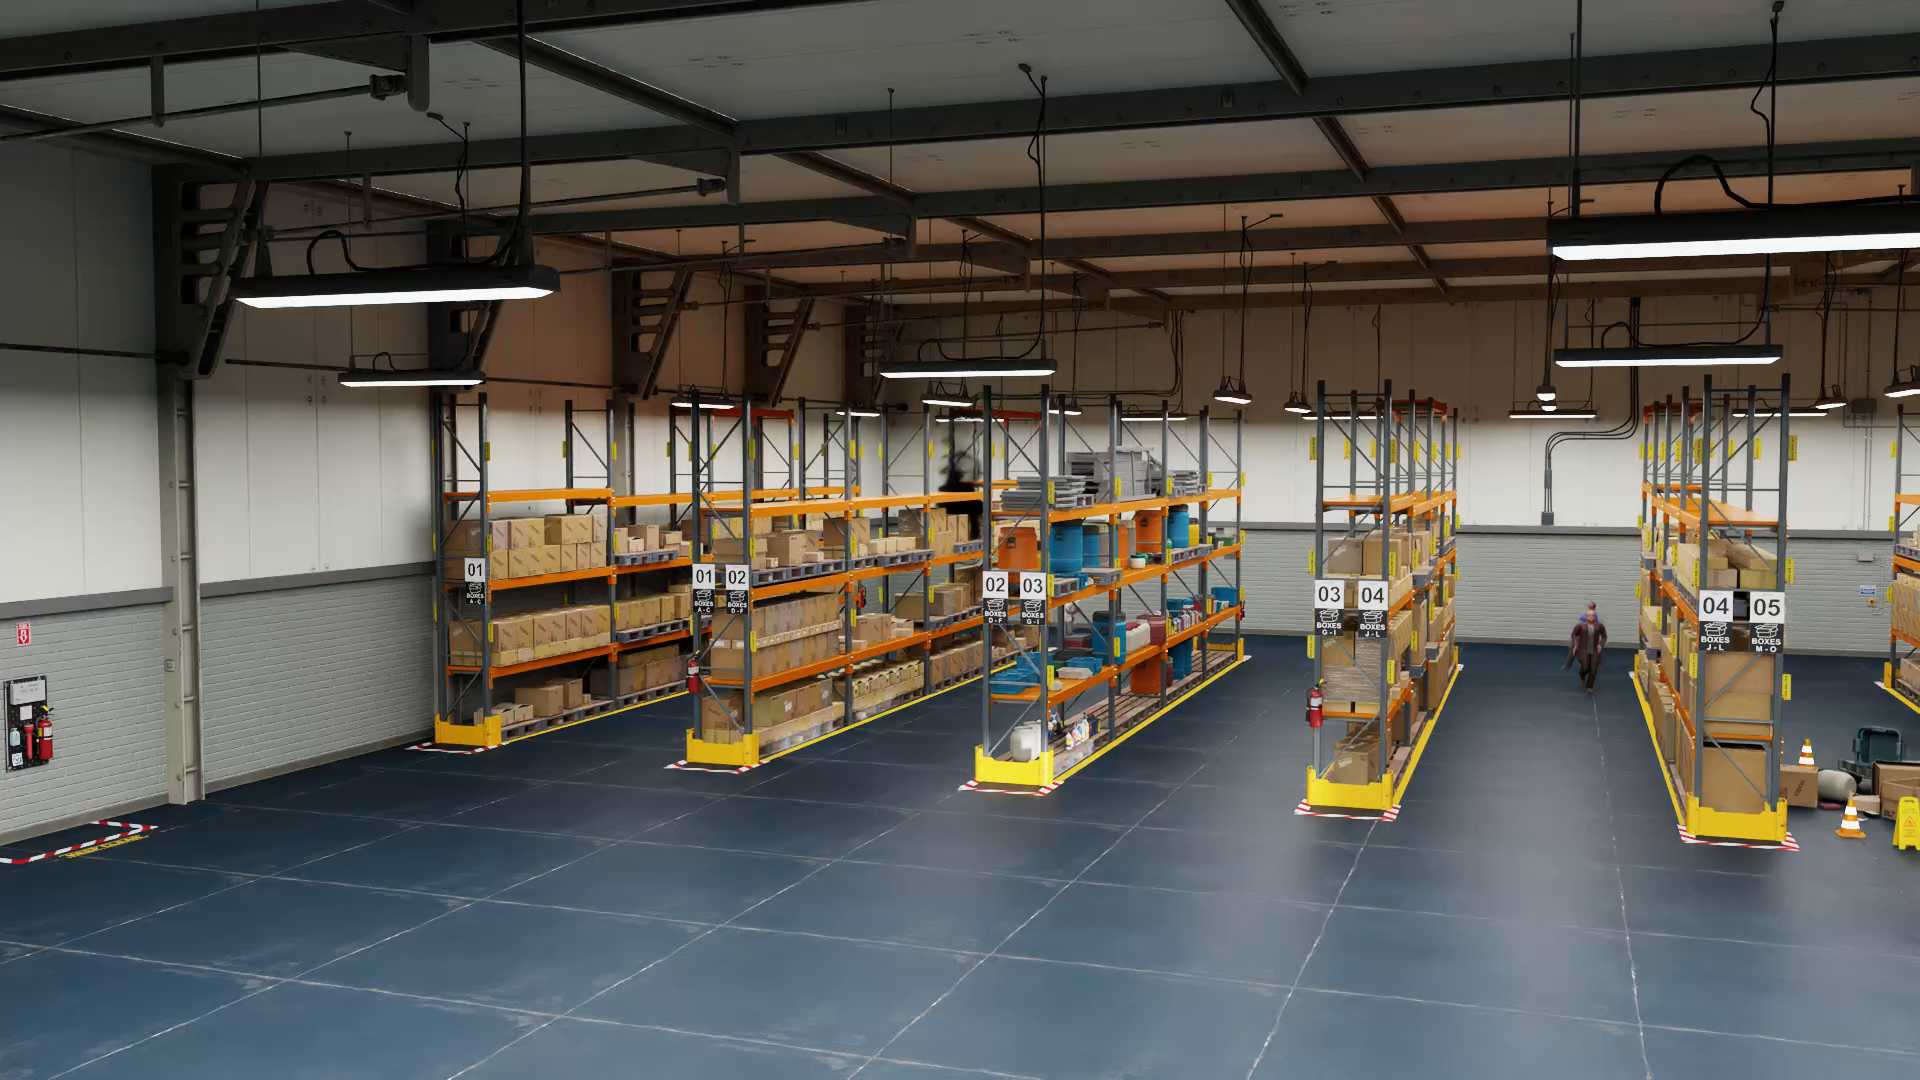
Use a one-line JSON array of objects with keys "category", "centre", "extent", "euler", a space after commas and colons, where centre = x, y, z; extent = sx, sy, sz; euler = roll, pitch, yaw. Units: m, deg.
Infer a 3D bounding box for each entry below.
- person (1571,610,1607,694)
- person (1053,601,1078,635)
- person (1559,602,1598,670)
[{"category": "person", "centre": [13.024, 2.313, 34.407], "extent": [0.698, 1.729, 0.669], "euler": [1, 3, 15]}, {"category": "person", "centre": [2.362, 1.876, 37.461], "extent": [0.582, 1.722, 0.834], "euler": [1, 3, 9]}, {"category": "person", "centre": [14.151, 2.201, 37.835], "extent": [0.745, 1.588, 0.703], "euler": [-1, 3, -12]}]
